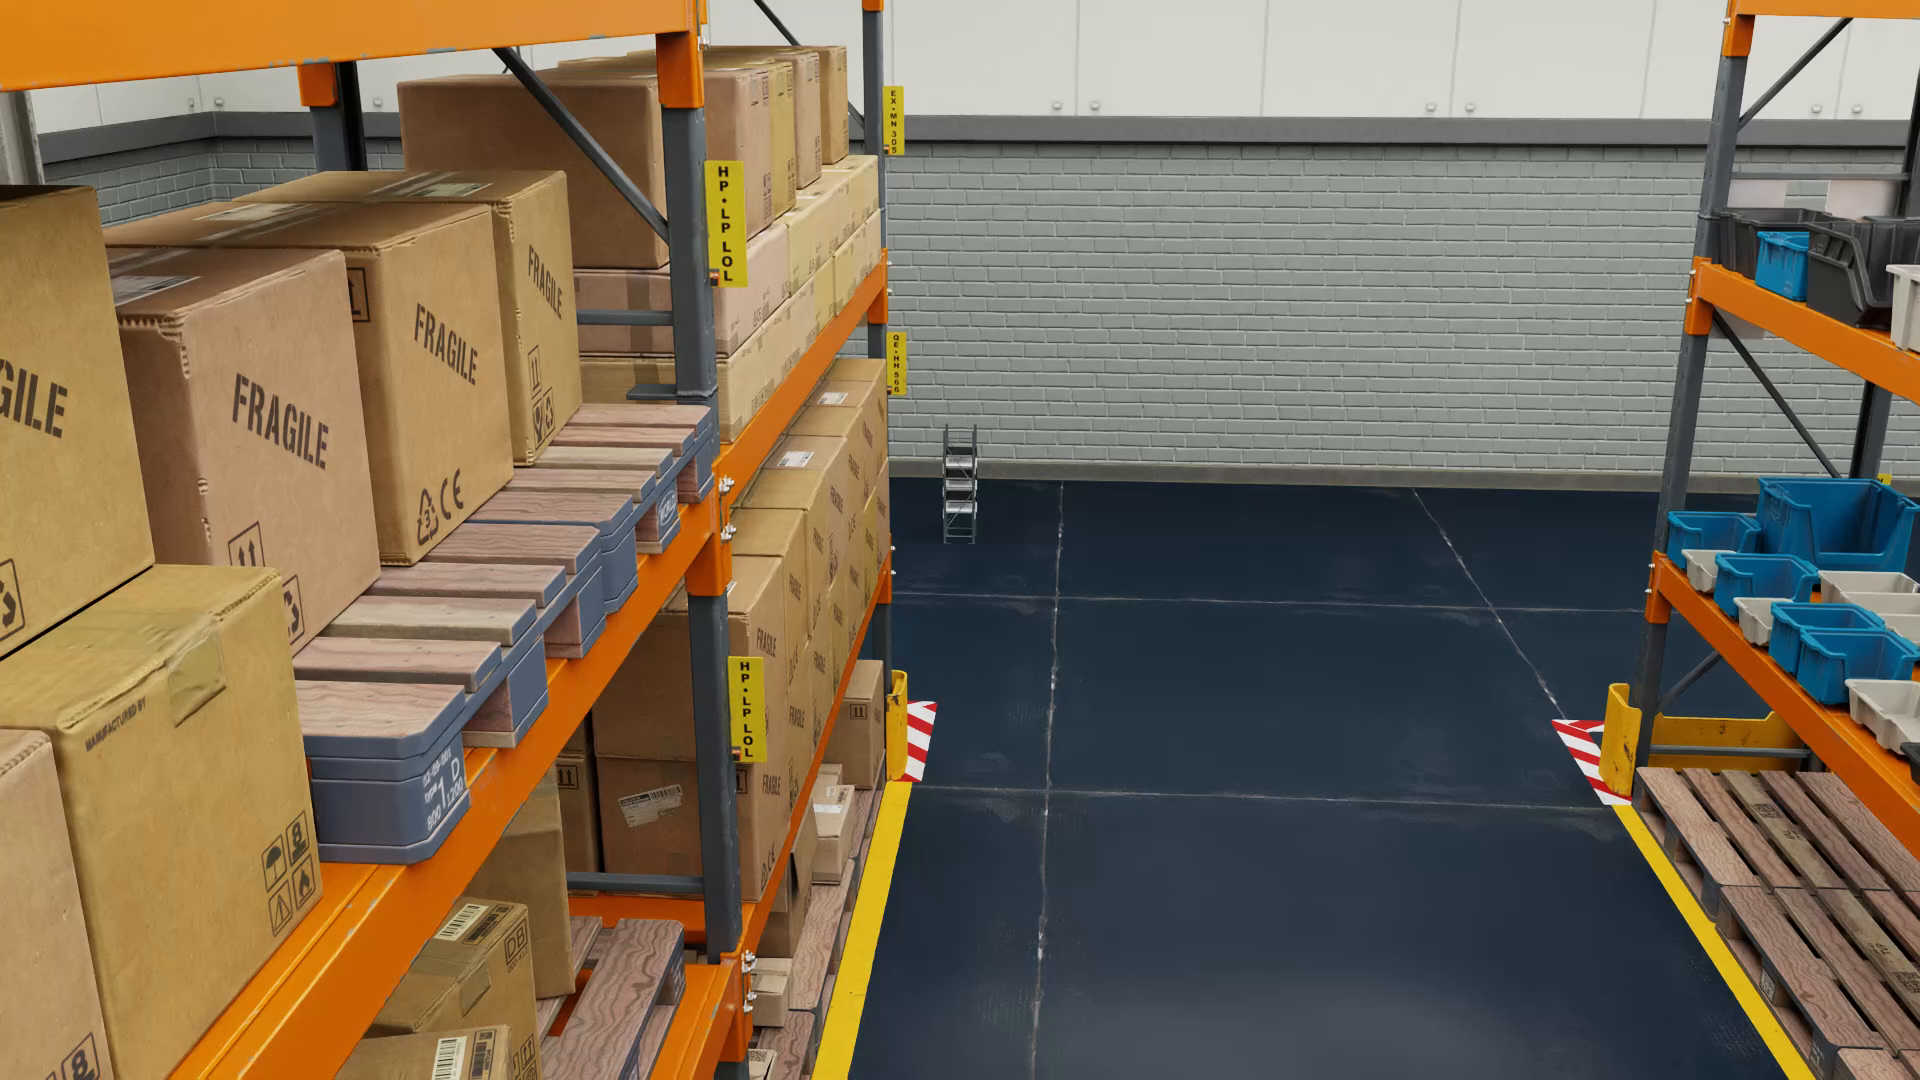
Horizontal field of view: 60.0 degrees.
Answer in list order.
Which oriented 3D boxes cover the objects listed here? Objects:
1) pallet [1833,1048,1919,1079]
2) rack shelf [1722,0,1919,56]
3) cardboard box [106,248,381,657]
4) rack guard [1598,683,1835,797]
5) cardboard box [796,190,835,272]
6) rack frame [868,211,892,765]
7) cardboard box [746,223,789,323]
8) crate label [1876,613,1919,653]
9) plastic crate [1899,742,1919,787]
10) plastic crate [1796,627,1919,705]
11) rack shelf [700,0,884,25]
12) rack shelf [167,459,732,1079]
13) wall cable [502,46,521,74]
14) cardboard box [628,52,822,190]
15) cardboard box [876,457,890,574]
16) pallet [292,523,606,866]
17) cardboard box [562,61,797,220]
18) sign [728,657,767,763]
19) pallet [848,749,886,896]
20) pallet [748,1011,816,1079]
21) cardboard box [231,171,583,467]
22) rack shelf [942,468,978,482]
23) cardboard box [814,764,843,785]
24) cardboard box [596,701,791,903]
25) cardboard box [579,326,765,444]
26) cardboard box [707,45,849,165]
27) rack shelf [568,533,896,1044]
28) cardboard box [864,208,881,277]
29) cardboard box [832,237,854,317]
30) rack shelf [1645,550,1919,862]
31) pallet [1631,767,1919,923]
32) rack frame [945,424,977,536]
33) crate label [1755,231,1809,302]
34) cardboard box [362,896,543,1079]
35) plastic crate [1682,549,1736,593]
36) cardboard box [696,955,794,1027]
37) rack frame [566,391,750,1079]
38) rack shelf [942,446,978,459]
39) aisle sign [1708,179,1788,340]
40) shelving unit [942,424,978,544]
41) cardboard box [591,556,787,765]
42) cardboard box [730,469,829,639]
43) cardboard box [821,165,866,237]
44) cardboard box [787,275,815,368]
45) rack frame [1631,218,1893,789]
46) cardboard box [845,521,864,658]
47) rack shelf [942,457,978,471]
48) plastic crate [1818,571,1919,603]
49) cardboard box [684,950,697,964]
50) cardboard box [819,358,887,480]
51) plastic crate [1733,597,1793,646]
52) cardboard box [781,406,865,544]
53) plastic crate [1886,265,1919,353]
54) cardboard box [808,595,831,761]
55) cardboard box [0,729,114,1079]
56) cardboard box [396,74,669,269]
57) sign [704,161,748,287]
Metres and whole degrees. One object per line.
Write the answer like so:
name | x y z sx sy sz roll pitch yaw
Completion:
pallet | 3.792 2.233 5.768 1.003 0.211 1.213 1 18 4
rack shelf | 3.922 -1.803 5.770 1.077 0.370 4.000 1 18 4
cardboard box | -1.365 -0.125 2.675 0.600 0.600 0.600 1 18 2
rack guard | 4.054 1.075 8.839 1.175 0.500 0.348 1 18 4
cardboard box | -0.762 -1.177 6.319 0.500 0.250 0.500 1 18 4
rack frame | -0.875 -0.217 8.767 1.000 3.000 0.127 1 18 4
cardboard box | -0.846 -0.867 5.372 0.500 0.250 0.500 1 18 4
crate label | 4.156 0.426 7.133 0.396 0.136 0.243 1 18 4
plastic crate | 3.590 0.886 5.747 0.437 0.125 0.590 1 18 4
plastic crate | 3.603 0.518 6.698 0.416 0.233 0.300 1 18 4
rack shelf | -1.019 -2.103 6.049 1.077 0.370 4.000 1 18 4
rack shelf | -1.306 0.563 2.725 1.077 0.370 4.000 1 18 4
wall cable | -5.055 -3.450 13.987 3.097 2.526 0.112 1 18 4
cardboard box | -0.945 -1.694 6.691 0.700 0.500 0.500 1 18 4
cardboard box | -0.636 -0.119 8.308 0.500 0.500 0.500 2 18 6
pallet | -1.350 0.213 2.941 1.213 0.211 1.003 1 18 4
cardboard box | -0.958 -1.382 5.739 0.700 0.500 0.500 1 18 4
sign | -0.608 0.487 4.761 0.100 0.325 0.005 1 18 4
pallet | -0.937 1.380 8.373 1.003 0.211 1.213 1 18 4
pallet | -1.112 2.138 6.060 1.003 0.211 1.213 1 18 4
cardboard box | -1.272 -0.539 3.939 0.600 0.600 0.600 0 18 -1
rack shelf | 0.001 -0.484 12.773 0.258 0.077 0.200 1 18 4
cardboard box | -0.788 1.219 8.229 0.380 0.166 0.250 1 18 4
cardboard box | -0.854 0.826 5.424 0.500 0.500 0.500 2 18 5
cardboard box | -0.881 -0.474 4.976 0.500 0.250 0.500 1 18 4
cardboard box | -0.896 -2.005 7.640 0.700 0.500 0.500 1 18 4
rack shelf | -1.019 0.746 6.983 1.077 0.370 4.000 1 18 4
cardboard box | -0.649 -1.405 7.818 0.500 0.250 0.500 1 18 4
cardboard box | -0.719 -1.095 6.870 0.500 0.250 0.500 1 18 4
rack shelf | 3.922 0.858 6.642 1.077 0.370 4.000 1 18 4
pallet | 3.967 1.476 8.081 1.003 0.211 1.213 1 18 4
rack frame | 0.008 -0.462 12.887 0.240 0.900 0.006 1 18 4
crate label | 3.676 -1.180 7.129 0.408 0.251 0.502 1 18 4
cardboard box | -1.405 1.136 3.804 0.700 0.500 0.500 4 19 13
plastic crate | 3.613 0.159 7.947 0.250 0.136 0.298 1 18 4
cardboard box | -0.864 1.769 6.552 0.380 0.166 0.250 1 18 4
rack frame | -1.162 1.026 4.975 1.000 3.000 0.127 1 18 4
rack shelf | 0.001 -0.655 12.717 0.258 0.077 0.200 1 18 4
aisle sign | 3.774 -1.369 8.109 0.394 0.787 0.004 1 18 4
shelving unit | 0.001 -0.430 12.791 0.258 0.900 0.210 1 18 4
cardboard box | -0.848 0.363 5.231 0.500 0.500 0.500 2 18 5
cardboard box | -0.774 0.043 6.208 0.500 0.500 0.500 1 18 2
cardboard box | -0.693 -1.488 7.267 0.500 0.250 0.500 1 18 4
cardboard box | -0.803 -0.784 5.923 0.500 0.250 0.500 1 18 4
rack frame | 4.065 -0.105 8.426 1.000 3.000 0.127 1 18 4
cardboard box | -0.711 0.197 7.344 0.500 0.500 0.500 1 18 4
rack shelf | 0.001 -0.570 12.745 0.258 0.077 0.200 1 18 4
plastic crate | 4.187 0.249 7.672 0.396 0.136 0.243 1 18 4
cardboard box | -1.351 1.678 6.596 0.500 0.311 0.500 1 18 4
cardboard box | -0.633 -0.595 8.155 0.500 0.500 0.500 1 18 3
plastic crate | 3.565 0.370 7.304 0.250 0.136 0.298 1 18 4
cardboard box | -0.701 -0.277 7.184 0.500 0.500 0.500 2 18 5
plastic crate | 3.598 -0.792 5.897 0.437 0.282 0.530 1 18 4
cardboard box | -0.782 0.512 6.384 0.500 0.500 0.500 1 18 4
cardboard box | -1.415 0.500 1.600 0.910 0.500 0.500 1 18 4
cardboard box | -1.165 -1.074 4.800 0.700 0.500 0.500 1 18 4
sign | -0.608 -0.821 4.332 0.100 0.325 0.005 1 18 4
